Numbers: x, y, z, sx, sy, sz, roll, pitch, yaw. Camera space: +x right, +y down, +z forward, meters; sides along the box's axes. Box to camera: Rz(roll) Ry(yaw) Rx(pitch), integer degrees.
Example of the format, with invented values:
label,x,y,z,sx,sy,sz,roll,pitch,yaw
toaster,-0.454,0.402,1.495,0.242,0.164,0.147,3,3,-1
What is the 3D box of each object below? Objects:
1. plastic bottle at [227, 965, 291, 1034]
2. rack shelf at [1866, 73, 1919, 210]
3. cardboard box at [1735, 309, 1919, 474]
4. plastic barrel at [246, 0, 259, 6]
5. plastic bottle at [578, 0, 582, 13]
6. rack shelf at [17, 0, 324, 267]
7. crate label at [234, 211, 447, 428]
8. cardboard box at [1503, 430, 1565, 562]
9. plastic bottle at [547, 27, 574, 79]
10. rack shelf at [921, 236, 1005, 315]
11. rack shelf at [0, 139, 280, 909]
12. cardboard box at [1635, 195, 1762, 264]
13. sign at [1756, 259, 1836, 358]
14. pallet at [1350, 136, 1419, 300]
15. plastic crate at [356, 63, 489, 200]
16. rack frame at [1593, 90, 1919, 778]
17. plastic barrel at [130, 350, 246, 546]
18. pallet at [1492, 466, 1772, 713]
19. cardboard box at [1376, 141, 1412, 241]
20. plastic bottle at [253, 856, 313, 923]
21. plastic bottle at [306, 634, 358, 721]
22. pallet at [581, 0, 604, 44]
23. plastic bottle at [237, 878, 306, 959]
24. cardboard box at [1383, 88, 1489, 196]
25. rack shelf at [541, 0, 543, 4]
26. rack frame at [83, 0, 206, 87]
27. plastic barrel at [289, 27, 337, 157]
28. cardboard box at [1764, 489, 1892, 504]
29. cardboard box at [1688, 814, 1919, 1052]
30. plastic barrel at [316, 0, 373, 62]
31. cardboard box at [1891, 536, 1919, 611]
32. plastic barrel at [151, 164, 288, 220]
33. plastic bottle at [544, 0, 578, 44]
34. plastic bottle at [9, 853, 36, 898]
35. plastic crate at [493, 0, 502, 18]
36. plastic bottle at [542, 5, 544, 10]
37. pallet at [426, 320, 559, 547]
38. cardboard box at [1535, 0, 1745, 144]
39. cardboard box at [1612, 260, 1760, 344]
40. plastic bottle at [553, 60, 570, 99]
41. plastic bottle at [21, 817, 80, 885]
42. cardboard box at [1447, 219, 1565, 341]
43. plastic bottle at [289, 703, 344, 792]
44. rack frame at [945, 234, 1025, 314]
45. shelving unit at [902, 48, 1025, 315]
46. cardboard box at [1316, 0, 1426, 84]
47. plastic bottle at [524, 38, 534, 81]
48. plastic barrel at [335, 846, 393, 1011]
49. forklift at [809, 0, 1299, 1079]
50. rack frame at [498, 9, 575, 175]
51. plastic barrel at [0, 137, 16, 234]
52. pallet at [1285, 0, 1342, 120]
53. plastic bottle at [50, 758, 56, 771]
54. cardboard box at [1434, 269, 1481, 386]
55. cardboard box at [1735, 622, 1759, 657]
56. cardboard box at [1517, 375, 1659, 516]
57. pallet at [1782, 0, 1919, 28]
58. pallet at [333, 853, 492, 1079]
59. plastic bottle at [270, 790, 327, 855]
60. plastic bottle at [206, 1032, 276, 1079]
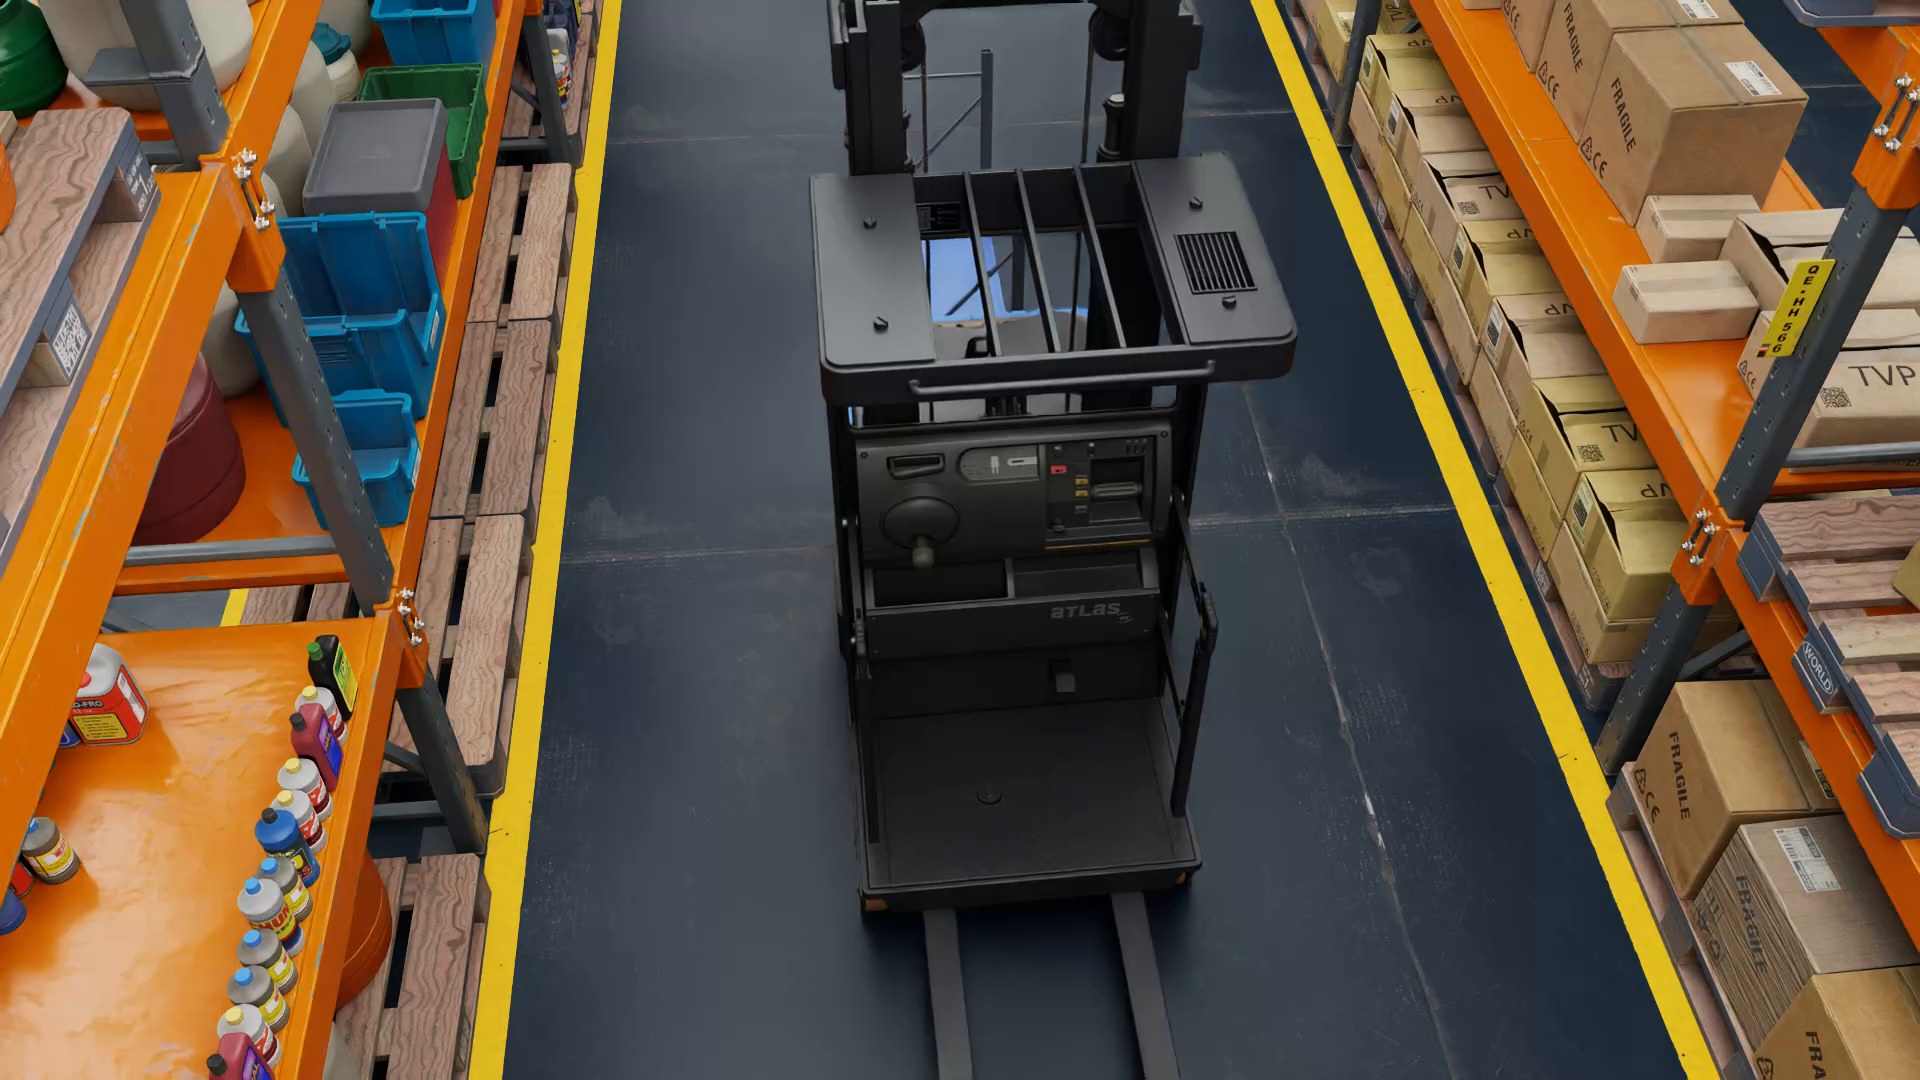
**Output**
label,x,y,z,sx,sy,sz,roll,pitch,yaw
plastic bottle,-1.619,1.050,3.826,0.097,0.201,0.097,0,47,0
rack shelf,2.966,0.406,2.729,1.077,0.370,4.000,-3,47,-3
cardboard box,2.811,-0.493,5.212,0.500,0.311,0.500,-1,47,-1
plastic barrel,-1.991,-1.770,3.949,0.600,0.901,0.600,0,47,0
plastic bottle,-2.143,-2.994,9.144,0.097,0.201,0.097,0,47,0
rack shelf,-2.306,-2.190,5.188,1.077,0.370,4.000,-3,47,-3
crate label,-1.952,-0.706,5.329,0.502,0.435,0.616,-3,47,-3
cardboard box,2.464,-0.195,6.473,0.500,0.250,0.500,-4,47,-4
plastic bottle,-2.117,-2.557,8.679,0.152,0.276,0.135,-2,47,-2
rack shelf,-0.070,-0.889,6.807,0.538,0.185,1.000,-4,47,-4
rack shelf,-1.971,0.704,2.447,1.077,0.370,4.000,-3,47,-3
cardboard box,2.635,-1.090,5.890,0.380,0.149,0.250,0,47,0
sign,2.245,-0.619,4.473,0.100,0.325,0.005,-3,47,-3
pallet,2.564,-1.662,8.179,1.003,0.211,1.213,-3,47,-3
plastic crate,-2.046,-1.537,6.286,0.450,0.188,0.662,-3,47,-3
rack frame,2.798,-0.257,4.928,1.000,3.000,0.127,-3,47,-3
plastic barrel,-2.479,-0.323,4.896,0.600,0.536,0.708,-3,47,-3
pallet,2.768,0.103,6.507,1.003,0.211,1.213,-3,47,-3
cardboard box,2.292,-1.674,7.874,0.500,0.250,0.500,-2,47,-2
plastic bottle,-1.644,0.839,4.026,0.097,0.201,0.097,0,47,0
plastic bottle,-1.679,0.348,4.435,0.061,0.283,0.133,-3,47,-3
pallet,-2.593,-3.267,9.699,1.003,0.211,1.213,-3,47,-3
plastic bottle,-1.636,0.885,3.934,0.097,0.271,0.097,0,47,0
cardboard box,2.286,-1.867,7.670,0.500,0.311,0.500,-4,47,-4
rack shelf,-2.640,-4.053,9.018,1.077,0.370,4.000,-3,47,-3
rack frame,-2.138,-2.022,2.467,1.000,3.000,0.127,-3,47,-3
plastic barrel,-2.550,-1.663,6.166,0.433,0.535,0.433,0,47,0
cardboard box,3.047,-0.046,5.946,0.500,0.311,0.500,-2,47,-2
cardboard box,2.601,1.176,4.989,0.500,0.500,0.500,-5,47,-5
plastic barrel,-2.611,-2.194,6.669,0.433,0.535,0.433,0,47,0
cardboard box,2.963,0.013,4.314,0.700,0.500,0.500,-18,49,-16
plastic barrel,-2.472,-1.034,5.586,0.421,0.512,0.421,0,47,0
plastic bottle,-2.143,-2.839,8.894,0.144,0.351,0.185,-5,47,-5
plastic bottle,-2.385,0.751,4.058,0.152,0.276,0.135,-3,47,-3
plastic crate,-2.128,-2.543,7.049,0.402,0.464,0.583,-3,47,-3
plastic bottle,-2.260,-2.773,8.886,0.097,0.271,0.097,0,47,0
pallet,-2.263,-0.444,7.025,1.003,0.211,1.213,-3,47,-3
cardboard box,2.597,-1.886,6.401,0.500,0.500,0.500,-3,47,-3
cardboard box,2.448,-0.805,5.619,0.380,0.149,0.250,-3,47,-3
plastic bottle,-2.071,-2.373,8.556,0.097,0.201,0.097,0,47,0
plastic bottle,-2.263,0.756,4.105,0.097,0.201,0.097,0,47,0
cardboard box,2.380,-1.117,6.960,0.500,0.311,0.500,-2,47,-2
plastic bottle,-1.660,0.515,4.277,0.061,0.283,0.133,-3,47,-3
rack frame,-0.018,-0.646,6.329,0.500,1.500,0.032,-4,47,-4
shelving unit,-0.070,-1.013,6.676,0.538,1.500,1.048,-4,47,-4
cardboard box,2.207,-2.673,8.820,0.500,0.250,0.500,-3,47,-3
plastic bottle,-2.223,-2.553,8.670,0.061,0.283,0.133,-3,47,-3
plastic barrel,-2.080,0.996,4.946,0.600,0.830,0.708,-3,47,-3
forklift,0.187,-0.035,4.765,1.130,2.935,3.031,-4,47,-4
rack frame,-2.473,-2.853,7.386,1.000,3.000,0.127,-3,47,-3
plastic barrel,-2.094,-0.872,2.859,0.600,0.830,0.708,-3,47,-3
pallet,2.438,-2.771,9.228,1.003,0.211,1.213,-3,47,-3
plastic bottle,-2.442,0.504,4.296,0.097,0.271,0.097,0,47,0
cardboard box,2.379,-0.931,7.170,0.500,0.250,0.500,-3,47,-3
cardboard box,3.047,0.147,6.149,0.500,0.250,0.500,-4,47,-3
cardboard box,2.459,-0.389,6.271,0.500,0.311,0.500,-4,47,-4
pallet,2.652,-1.709,4.367,1.213,0.211,1.003,-2,47,-1
pallet,-2.031,1.568,5.120,1.003,0.211,1.213,-3,47,-3
plastic bottle,-1.660,0.698,4.160,0.097,0.201,0.097,0,47,0
plastic bottle,-1.583,1.175,3.652,0.061,0.283,0.133,-3,47,-3
